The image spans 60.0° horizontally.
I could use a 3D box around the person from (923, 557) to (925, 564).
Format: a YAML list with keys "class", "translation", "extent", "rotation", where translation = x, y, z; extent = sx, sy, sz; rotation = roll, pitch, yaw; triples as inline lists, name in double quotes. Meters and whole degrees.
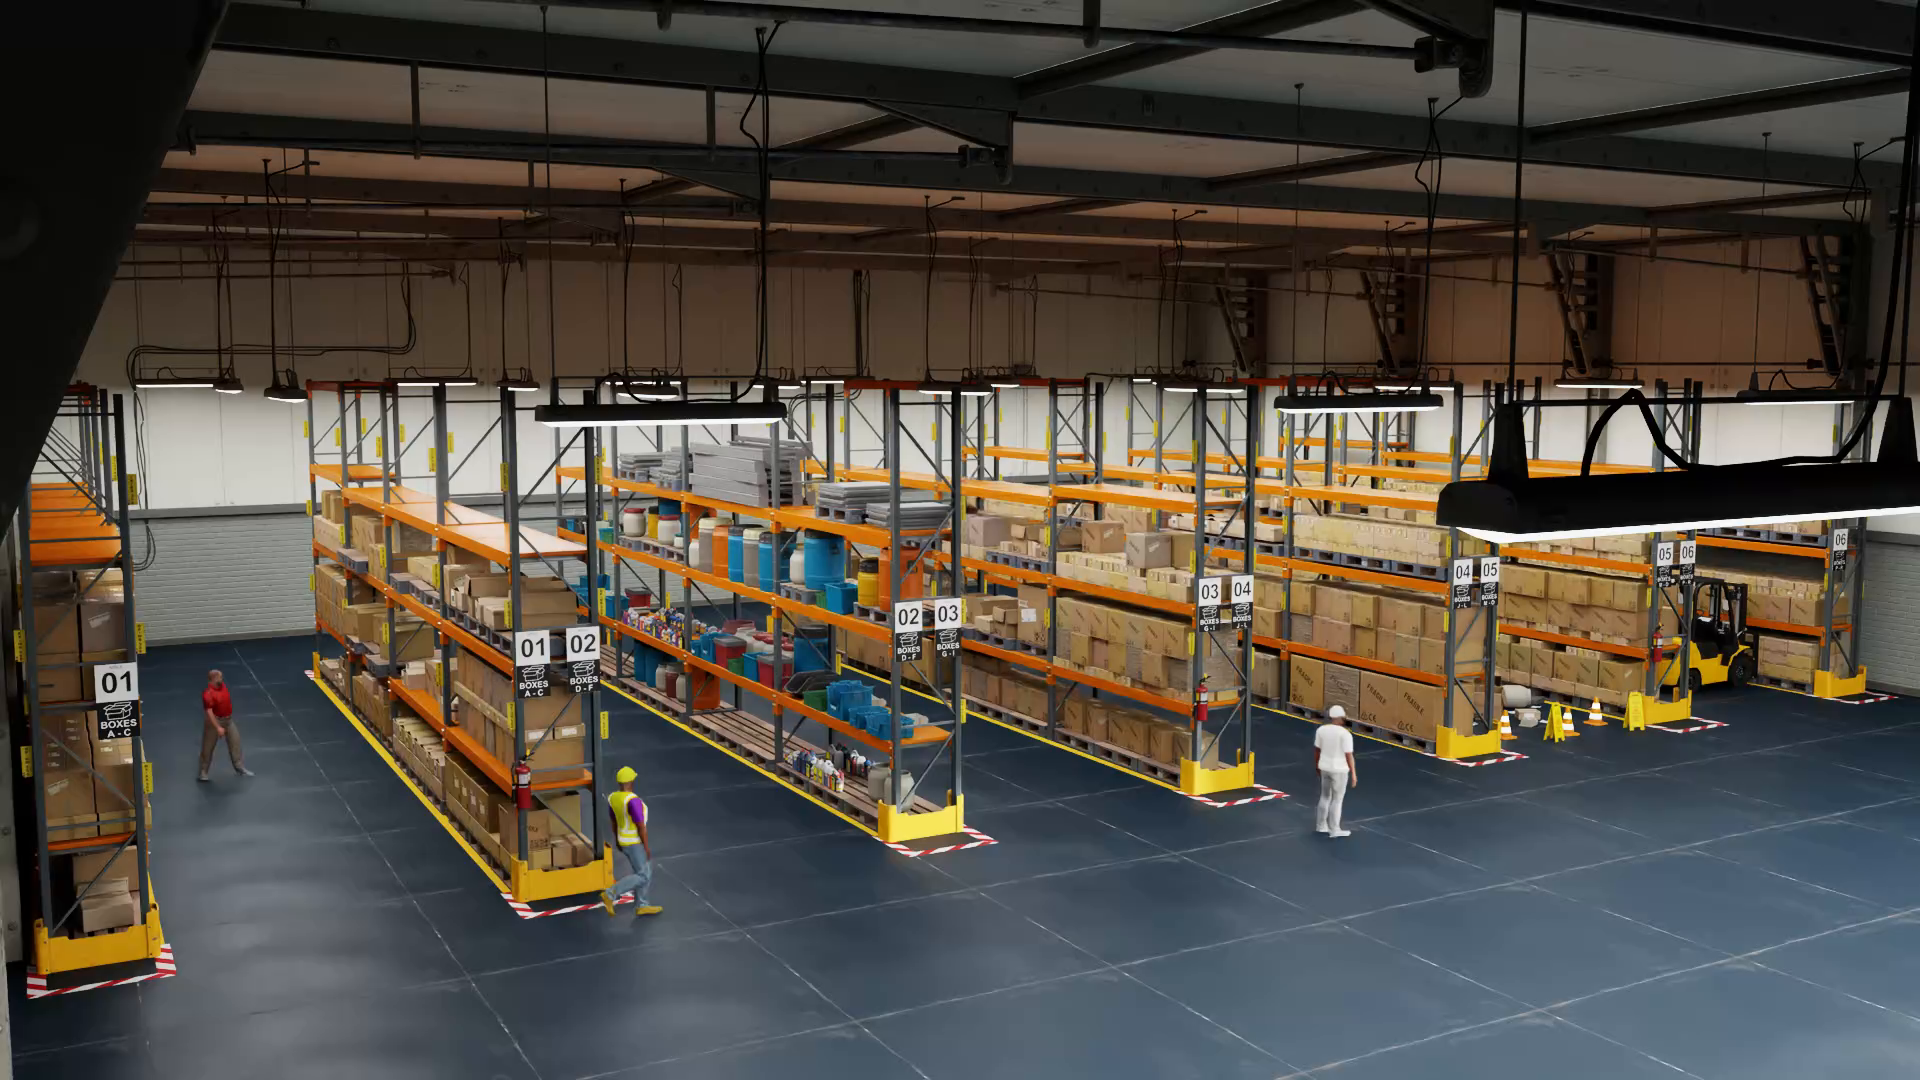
- class: "person"
  translation: [-0.952, 1.232, 40.032]
  extent: [0.401, 1.748, 0.594]
  rotation: [0, 6, -2]

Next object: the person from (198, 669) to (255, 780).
- class: "person"
  translation: [-11.280, 2.823, 25.392]
  extent: [0.651, 1.756, 0.707]
  rotation: [2, 7, 21]

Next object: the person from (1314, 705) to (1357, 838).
- class: "person"
  translation: [5.045, 3.108, 22.292]
  extent: [0.407, 1.798, 0.672]
  rotation: [-5, 8, -39]

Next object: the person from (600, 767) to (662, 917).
- class: "person"
  translation: [-3.781, 3.443, 19.011]
  extent: [0.712, 1.730, 0.585]
  rotation: [-2, 6, -18]
